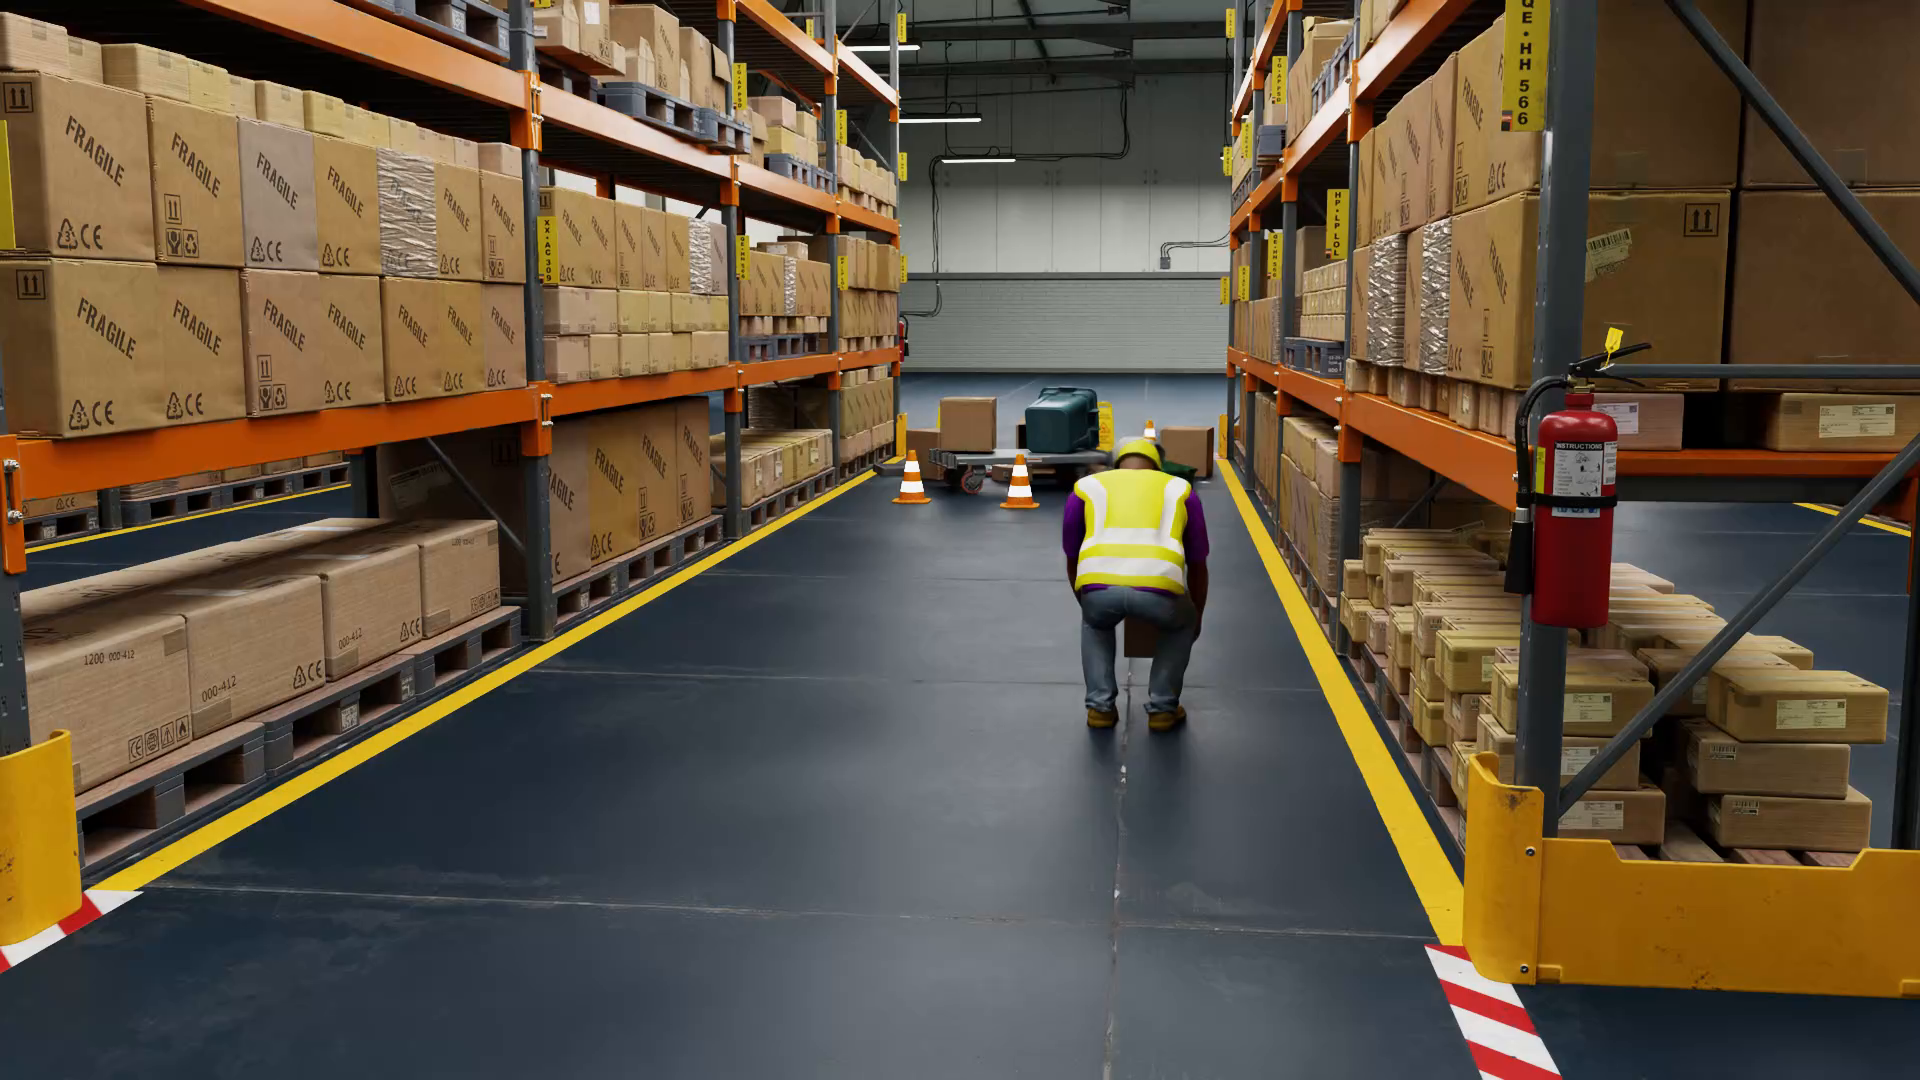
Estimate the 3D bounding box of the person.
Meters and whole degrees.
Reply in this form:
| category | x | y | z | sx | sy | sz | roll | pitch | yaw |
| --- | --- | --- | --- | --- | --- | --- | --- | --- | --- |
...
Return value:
| category | x | y | z | sx | sy | sz | roll | pitch | yaw |
| --- | --- | --- | --- | --- | --- | --- | --- | --- | --- |
| person | 0.691 | 0.174 | 6.815 | 0.607 | 1.133 | 0.856 | 2 | 8 | 15 |
